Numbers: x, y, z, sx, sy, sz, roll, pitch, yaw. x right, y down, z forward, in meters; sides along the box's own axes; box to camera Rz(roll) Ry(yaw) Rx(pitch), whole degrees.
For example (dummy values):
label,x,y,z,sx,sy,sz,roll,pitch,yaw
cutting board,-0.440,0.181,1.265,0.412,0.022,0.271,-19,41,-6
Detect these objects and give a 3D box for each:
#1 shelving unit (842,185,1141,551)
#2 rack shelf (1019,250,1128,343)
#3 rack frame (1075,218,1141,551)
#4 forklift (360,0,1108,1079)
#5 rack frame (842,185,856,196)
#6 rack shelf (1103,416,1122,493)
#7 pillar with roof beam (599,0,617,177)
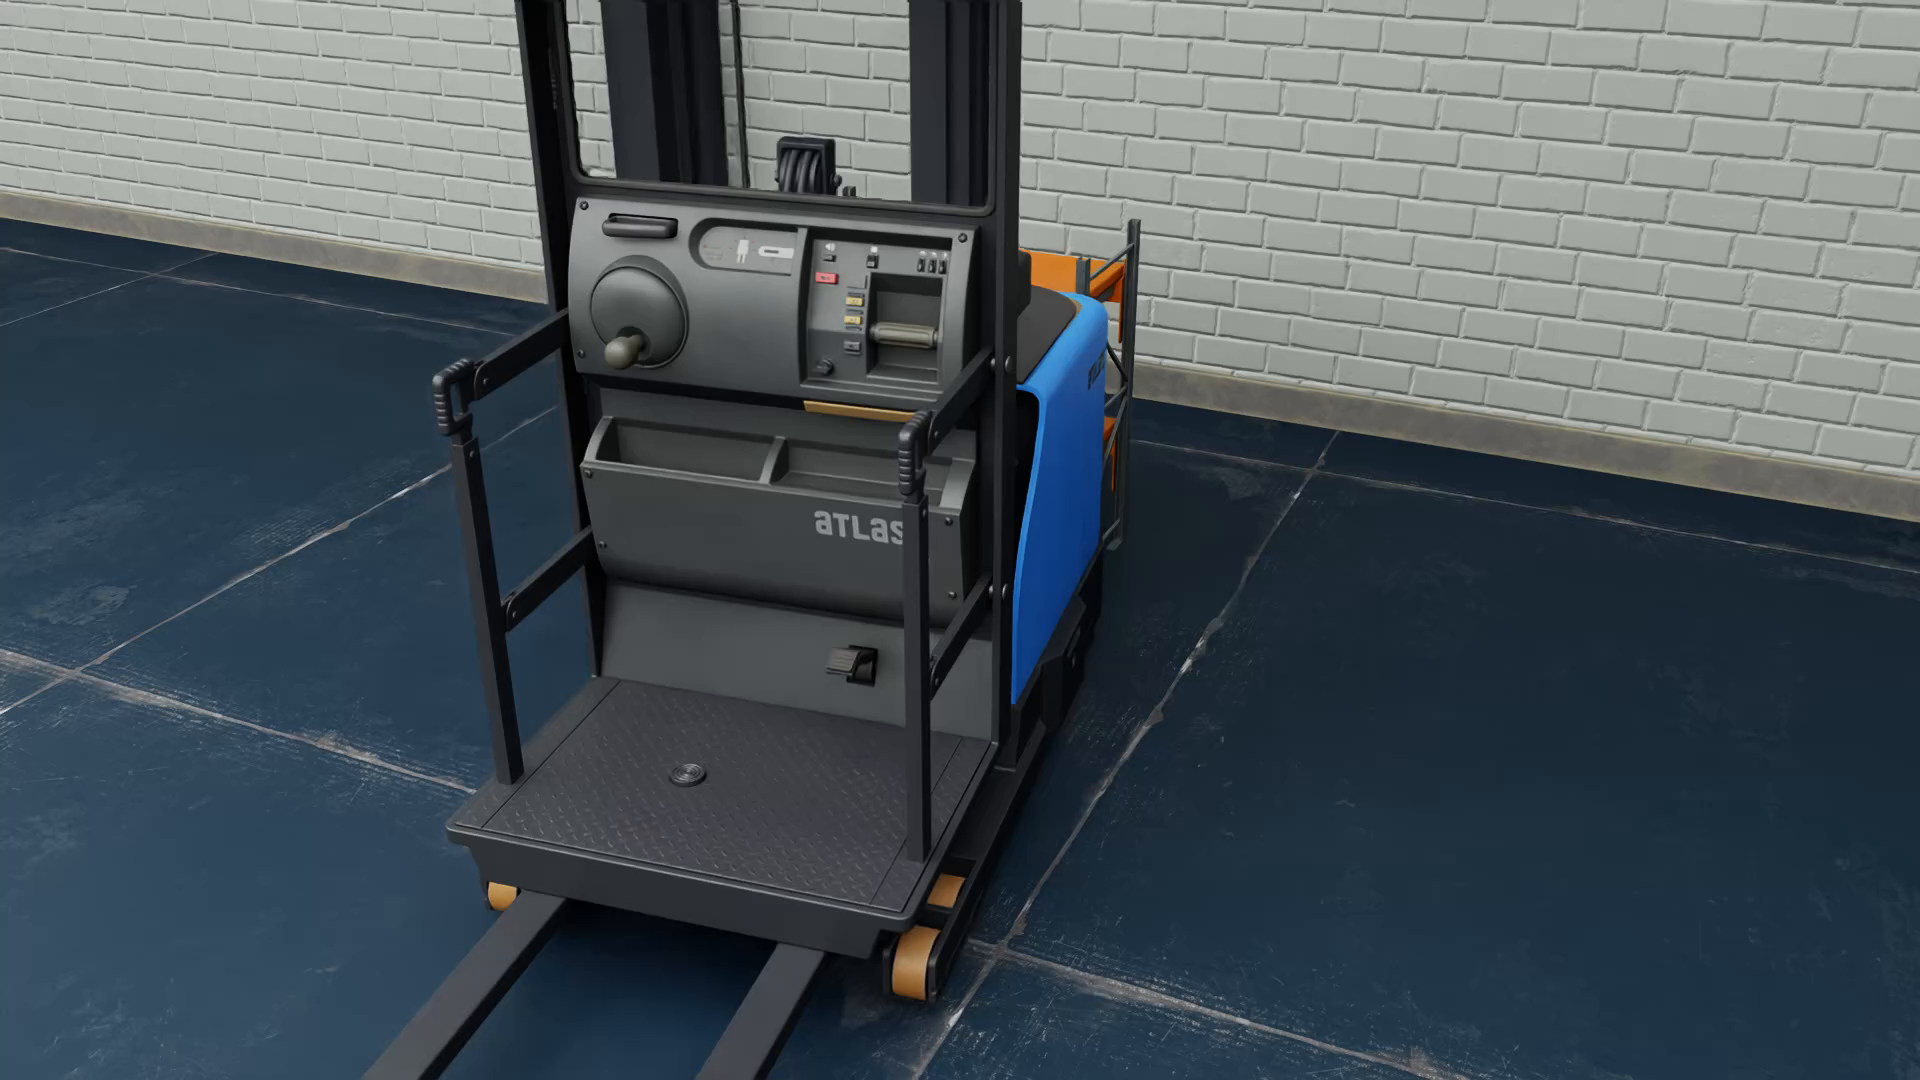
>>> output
label,x,y,z,sx,sy,sz,roll,pitch,yaw
shelving unit,-0.006,-0.506,5.504,1.048,1.125,0.538,11,28,22
rack shelf,-0.006,-0.768,5.375,1.000,0.278,0.538,11,28,22
rack frame,0.457,-0.413,5.315,0.032,1.125,0.500,11,28,22
forklift,-0.483,-0.493,3.433,1.130,2.935,3.031,8,27,15
rack frame,-0.469,-0.599,5.693,0.032,1.125,0.500,11,28,22
rack shelf,-0.006,-0.287,5.612,1.000,0.278,0.538,11,28,22
pillar with roof beam,-3.048,-3.245,2.153,0.400,9.000,9.100,11,28,22
